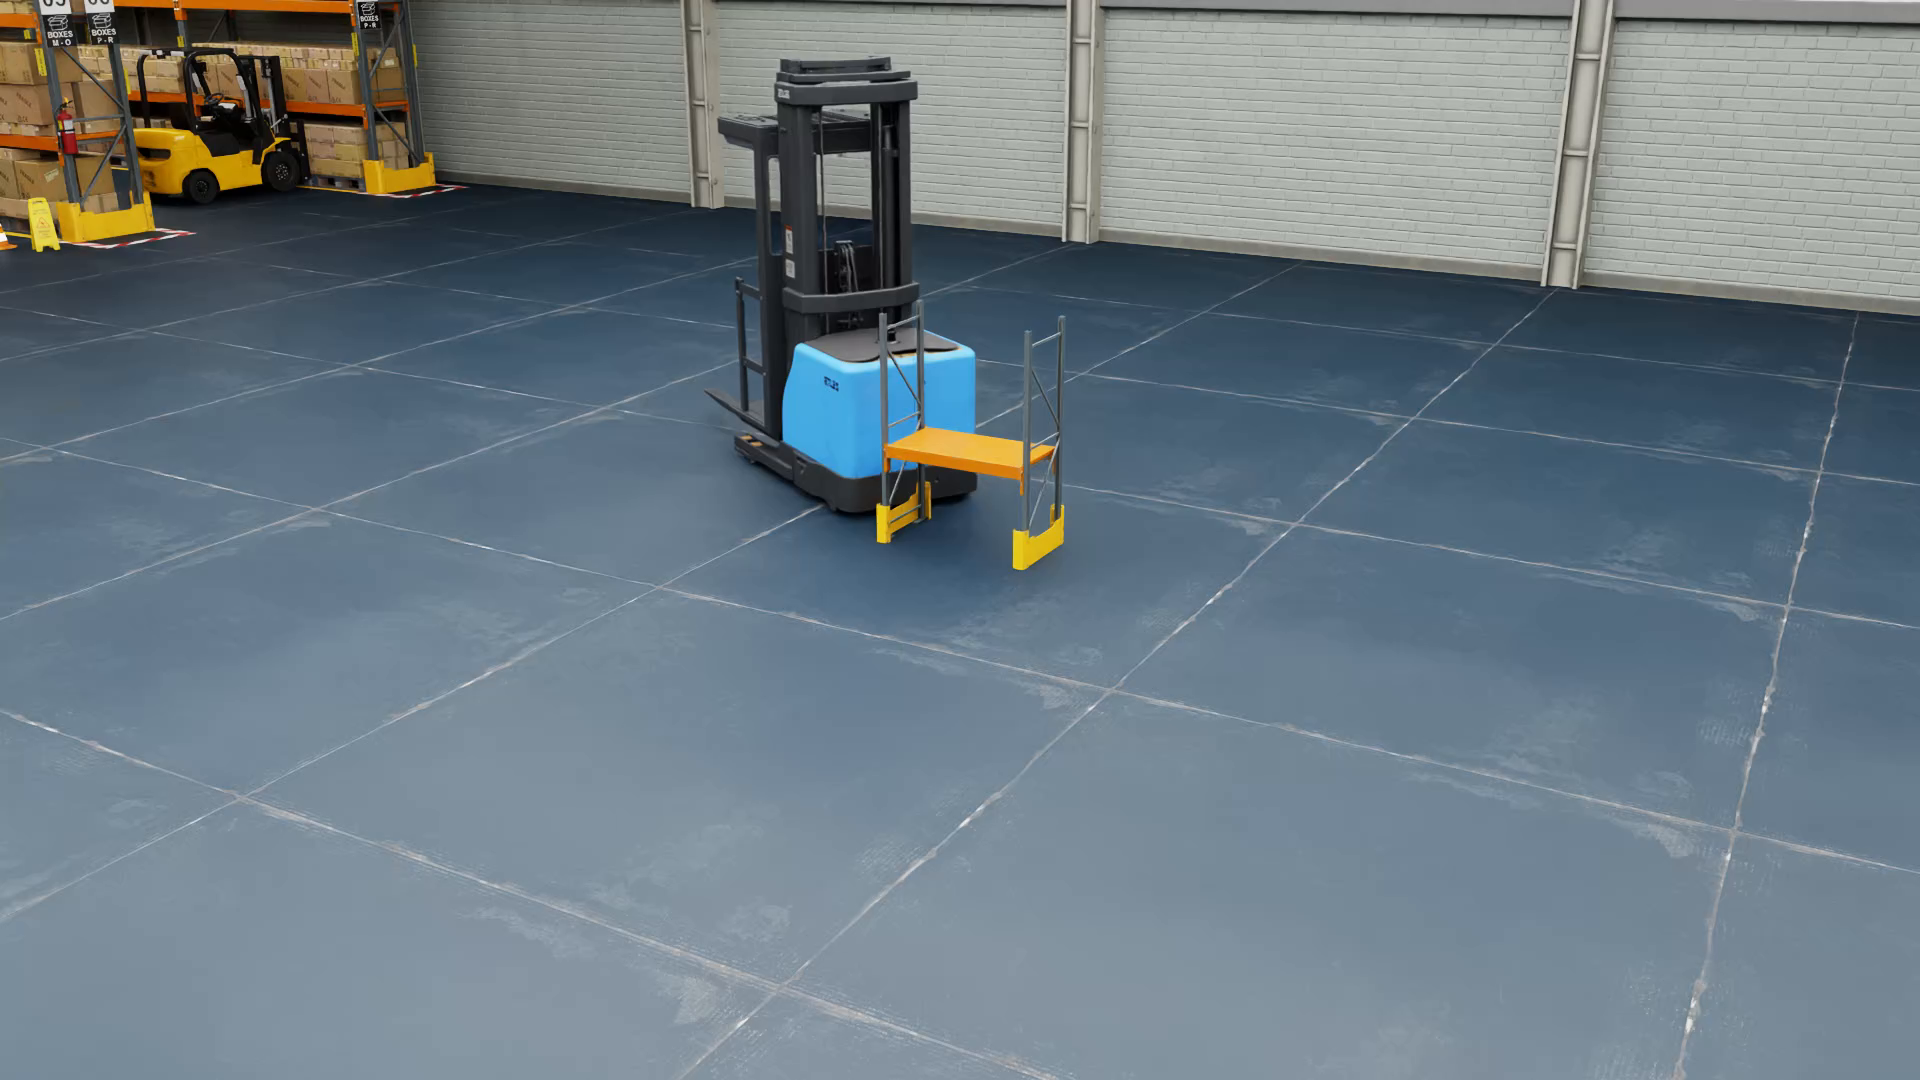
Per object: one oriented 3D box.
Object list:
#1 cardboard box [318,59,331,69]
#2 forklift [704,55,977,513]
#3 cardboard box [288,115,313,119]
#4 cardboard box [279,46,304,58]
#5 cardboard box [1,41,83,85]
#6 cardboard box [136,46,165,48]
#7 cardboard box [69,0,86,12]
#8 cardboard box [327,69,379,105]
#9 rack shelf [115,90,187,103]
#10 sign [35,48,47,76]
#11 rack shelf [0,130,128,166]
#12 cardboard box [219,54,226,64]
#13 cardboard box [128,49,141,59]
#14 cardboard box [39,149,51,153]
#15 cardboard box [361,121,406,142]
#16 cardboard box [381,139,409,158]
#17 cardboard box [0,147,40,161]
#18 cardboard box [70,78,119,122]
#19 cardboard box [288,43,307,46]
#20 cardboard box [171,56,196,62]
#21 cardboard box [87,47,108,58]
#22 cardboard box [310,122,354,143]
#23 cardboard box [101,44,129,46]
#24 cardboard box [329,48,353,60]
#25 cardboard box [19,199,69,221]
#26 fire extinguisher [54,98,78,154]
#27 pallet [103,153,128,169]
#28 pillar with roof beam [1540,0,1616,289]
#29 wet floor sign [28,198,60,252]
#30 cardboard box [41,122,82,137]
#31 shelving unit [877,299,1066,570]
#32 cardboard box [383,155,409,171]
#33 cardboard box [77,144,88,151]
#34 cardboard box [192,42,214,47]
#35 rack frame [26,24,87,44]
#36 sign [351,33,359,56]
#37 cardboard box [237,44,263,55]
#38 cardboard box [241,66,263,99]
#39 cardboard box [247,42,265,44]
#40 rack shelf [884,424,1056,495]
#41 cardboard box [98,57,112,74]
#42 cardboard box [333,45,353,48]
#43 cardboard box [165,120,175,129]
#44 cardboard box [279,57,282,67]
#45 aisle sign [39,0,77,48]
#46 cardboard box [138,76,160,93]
[{"bbox_3d":[-9.620,-7.323,25.556,0.250,0.149,0.380,11,23,28],"label":"cardboard box"},{"bbox_3d":[-1.051,-2.016,12.125,1.130,2.935,3.031,-11,23,-28],"label":"forklift"},{"bbox_3d":[-10.829,-6.749,27.023,0.500,0.250,0.500,11,23,28],"label":"cardboard box"},{"bbox_3d":[-10.325,-7.573,25.808,0.250,0.149,0.380,11,23,28],"label":"cardboard box"},{"bbox_3d":[-11.716,-6.100,21.234,0.500,0.500,0.700,10,22,26],"label":"cardboard box"},{"bbox_3d":[-13.749,-8.308,28.273,0.250,0.149,0.380,11,23,28],"label":"cardboard box"},{"bbox_3d":[-11.295,-6.867,21.367,0.250,0.149,0.380,11,23,27],"label":"cardboard box"},{"bbox_3d":[-9.304,-6.952,25.485,0.500,0.500,0.500,10,22,26],"label":"cardboard box"},{"bbox_3d":[-13.984,-7.561,28.366,4.000,0.370,1.077,11,23,27],"label":"rack shelf"},{"bbox_3d":[-11.452,-5.954,20.719,0.005,0.325,0.100,11,23,27],"label":"sign"},{"bbox_3d":[-12.909,-5.418,22.456,4.000,0.370,1.077,11,23,27],"label":"rack shelf"},{"bbox_3d":[-11.620,-7.710,26.622,0.250,0.149,0.380,11,23,27],"label":"cardboard box"},{"bbox_3d":[-13.559,-8.070,27.615,0.250,0.149,0.380,10,22,26],"label":"cardboard box"},{"bbox_3d":[-12.646,-5.072,22.766,0.500,0.500,0.500,11,23,28],"label":"cardboard box"},{"bbox_3d":[-9.073,-6.413,26.095,0.500,0.250,0.500,10,22,26],"label":"cardboard box"},{"bbox_3d":[-9.055,-6.181,26.190,0.500,0.250,0.500,11,23,28],"label":"cardboard box"},{"bbox_3d":[-12.343,-5.082,21.842,0.250,0.149,0.380,12,23,29],"label":"cardboard box"},{"bbox_3d":[-11.442,-5.771,21.794,0.500,0.500,0.500,10,22,26],"label":"cardboard box"},{"bbox_3d":[-10.504,-7.821,26.494,0.250,0.149,0.380,12,23,29],"label":"cardboard box"},{"bbox_3d":[-12.644,-7.909,27.173,0.250,0.149,0.380,12,23,29],"label":"cardboard box"},{"bbox_3d":[-14.464,-8.232,28.061,0.250,0.149,0.380,11,23,28],"label":"cardboard box"},{"bbox_3d":[-9.749,-6.343,25.903,0.500,0.250,0.500,11,23,28],"label":"cardboard box"},{"bbox_3d":[-14.620,-8.498,28.797,0.250,0.149,0.380,10,22,26],"label":"cardboard box"},{"bbox_3d":[-9.392,-7.422,25.393,0.250,0.149,0.380,11,23,27],"label":"cardboard box"},{"bbox_3d":[-12.021,-4.386,21.975,0.500,0.250,0.500,11,23,27],"label":"cardboard box"},{"bbox_3d":[-11.288,-5.231,20.999,0.183,0.674,0.296,11,23,27],"label":"fire extinguisher"},{"bbox_3d":[-13.969,-6.569,28.666,1.213,0.211,1.003,11,23,27],"label":"pallet"},{"bbox_3d":[4.701,-5.831,13.743,0.400,9.000,9.100,11,23,27],"label":"pillar with roof beam"},{"bbox_3d":[-11.519,-3.966,20.853,0.267,0.644,0.232,-16,26,-38],"label":"wet floor sign"},{"bbox_3d":[-11.594,-5.304,21.456,0.250,0.149,0.380,12,23,29],"label":"cardboard box"},{"bbox_3d":[0.067,-0.692,10.574,1.083,1.500,0.587,11,23,27],"label":"shelving unit"},{"bbox_3d":[-9.079,-5.946,26.275,0.500,0.250,0.500,11,23,28],"label":"cardboard box"},{"bbox_3d":[-15.192,-7.205,29.196,0.625,0.625,0.875,12,23,29],"label":"cardboard box"},{"bbox_3d":[-12.104,-7.917,26.758,0.250,0.149,0.380,11,23,28],"label":"cardboard box"},{"bbox_3d":[-15.730,-8.232,29.160,0.127,3.000,1.000,11,23,27],"label":"rack frame"},{"bbox_3d":[-9.023,-7.398,24.815,0.005,0.325,0.100,11,23,27],"label":"sign"},{"bbox_3d":[-11.191,-7.752,26.304,0.250,0.149,0.380,10,22,26],"label":"cardboard box"},{"bbox_3d":[-11.073,-7.297,26.435,0.500,0.500,0.500,11,22,27],"label":"cardboard box"},{"bbox_3d":[-11.375,-8.001,26.990,0.250,0.149,0.380,11,22,27],"label":"cardboard box"},{"bbox_3d":[0.074,-0.522,10.632,1.000,0.185,0.538,11,23,27],"label":"rack shelf"},{"bbox_3d":[-14.119,-7.996,27.997,0.500,0.250,0.500,11,23,28],"label":"cardboard box"},{"bbox_3d":[-9.593,-7.652,26.026,0.250,0.149,0.380,11,23,28],"label":"cardboard box"},{"bbox_3d":[-12.699,-6.731,27.889,0.625,0.625,0.875,12,23,30],"label":"cardboard box"},{"bbox_3d":[-10.491,-7.502,26.050,0.250,0.149,0.380,11,22,27],"label":"cardboard box"},{"bbox_3d":[-11.251,-6.549,20.707,0.004,0.787,0.394,11,23,27],"label":"aisle sign"},{"bbox_3d":[-13.247,-7.584,27.594,0.500,0.250,0.500,11,22,27],"label":"cardboard box"}]
